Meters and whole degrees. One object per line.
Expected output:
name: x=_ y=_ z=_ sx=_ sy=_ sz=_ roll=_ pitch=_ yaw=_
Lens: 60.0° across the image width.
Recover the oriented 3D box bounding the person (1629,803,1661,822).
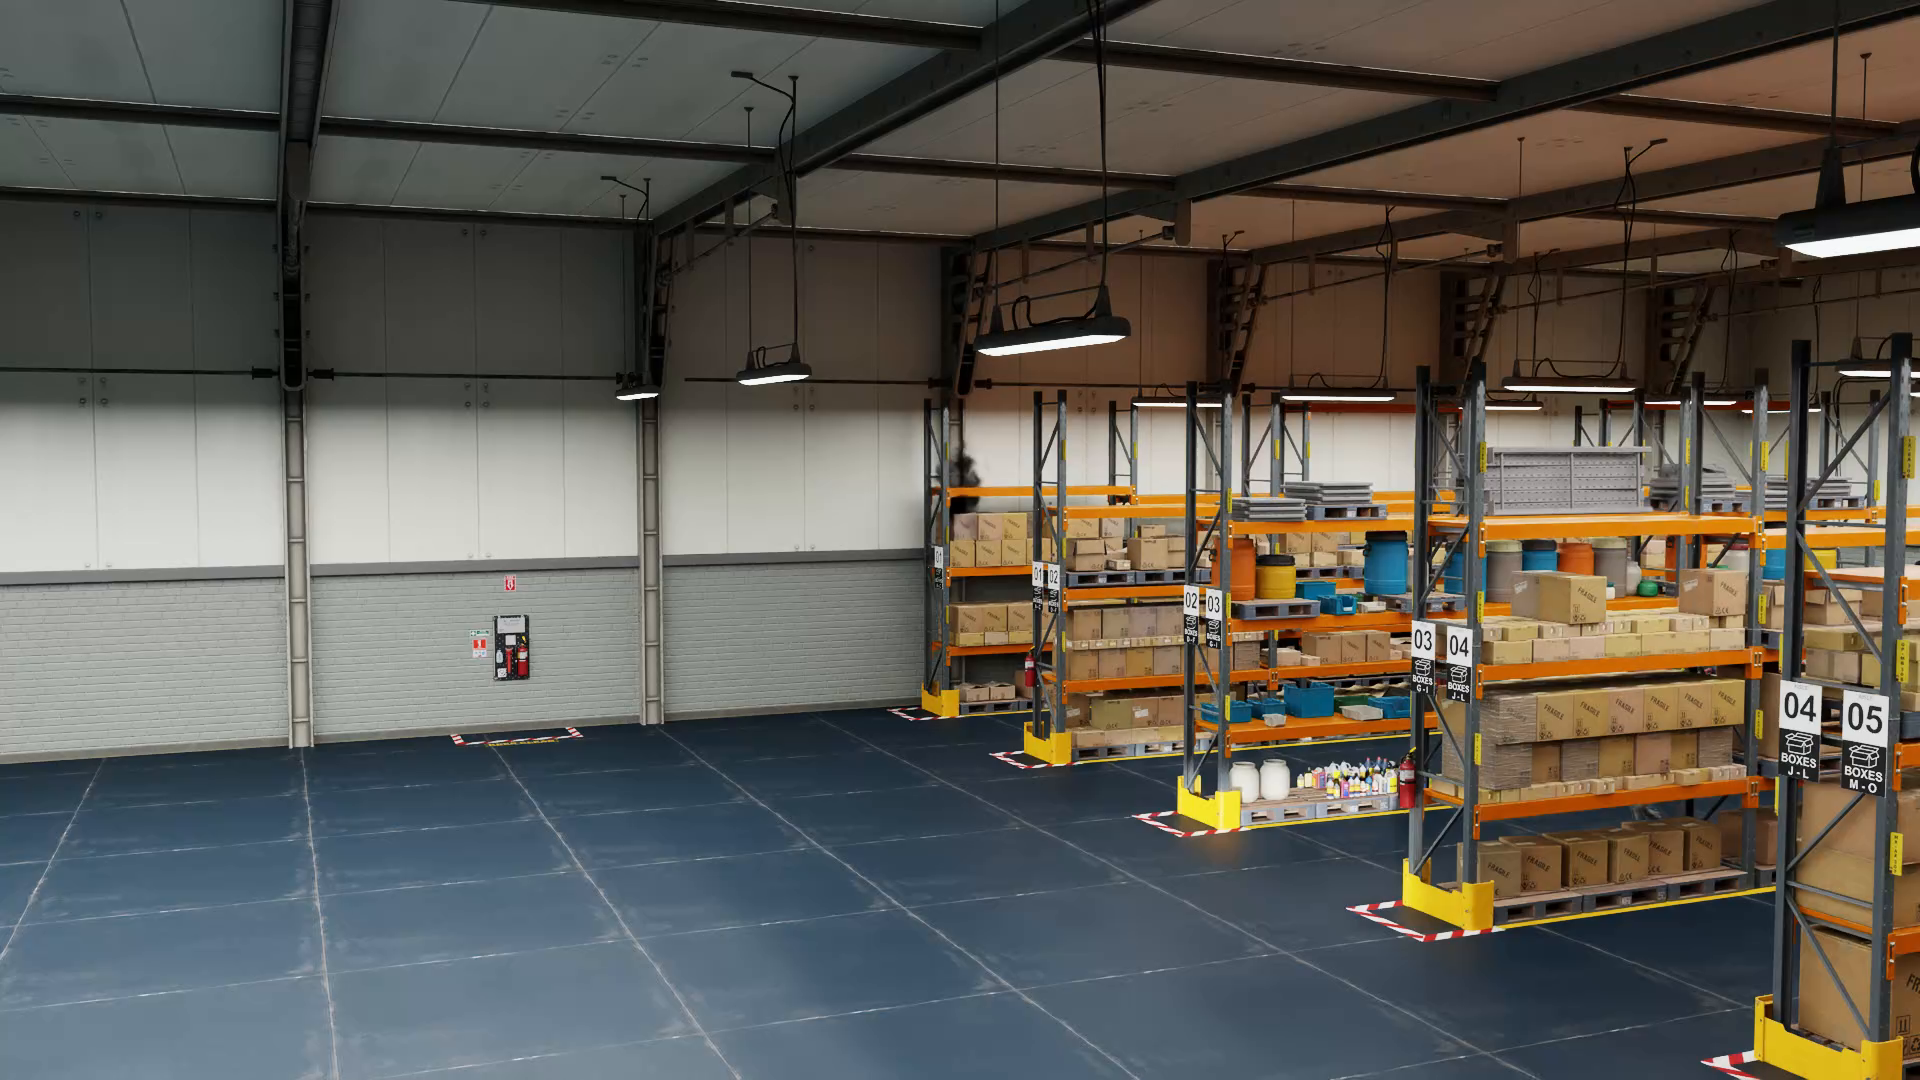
person: x=8.847 y=3.134 z=21.380 sx=0.583 sy=1.569 sz=0.547 roll=-2 pitch=4 yaw=-27

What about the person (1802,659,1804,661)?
person: x=15.941 y=2.536 z=31.224 sx=0.516 sy=1.615 sz=0.631 roll=-2 pitch=4 yaw=-36
